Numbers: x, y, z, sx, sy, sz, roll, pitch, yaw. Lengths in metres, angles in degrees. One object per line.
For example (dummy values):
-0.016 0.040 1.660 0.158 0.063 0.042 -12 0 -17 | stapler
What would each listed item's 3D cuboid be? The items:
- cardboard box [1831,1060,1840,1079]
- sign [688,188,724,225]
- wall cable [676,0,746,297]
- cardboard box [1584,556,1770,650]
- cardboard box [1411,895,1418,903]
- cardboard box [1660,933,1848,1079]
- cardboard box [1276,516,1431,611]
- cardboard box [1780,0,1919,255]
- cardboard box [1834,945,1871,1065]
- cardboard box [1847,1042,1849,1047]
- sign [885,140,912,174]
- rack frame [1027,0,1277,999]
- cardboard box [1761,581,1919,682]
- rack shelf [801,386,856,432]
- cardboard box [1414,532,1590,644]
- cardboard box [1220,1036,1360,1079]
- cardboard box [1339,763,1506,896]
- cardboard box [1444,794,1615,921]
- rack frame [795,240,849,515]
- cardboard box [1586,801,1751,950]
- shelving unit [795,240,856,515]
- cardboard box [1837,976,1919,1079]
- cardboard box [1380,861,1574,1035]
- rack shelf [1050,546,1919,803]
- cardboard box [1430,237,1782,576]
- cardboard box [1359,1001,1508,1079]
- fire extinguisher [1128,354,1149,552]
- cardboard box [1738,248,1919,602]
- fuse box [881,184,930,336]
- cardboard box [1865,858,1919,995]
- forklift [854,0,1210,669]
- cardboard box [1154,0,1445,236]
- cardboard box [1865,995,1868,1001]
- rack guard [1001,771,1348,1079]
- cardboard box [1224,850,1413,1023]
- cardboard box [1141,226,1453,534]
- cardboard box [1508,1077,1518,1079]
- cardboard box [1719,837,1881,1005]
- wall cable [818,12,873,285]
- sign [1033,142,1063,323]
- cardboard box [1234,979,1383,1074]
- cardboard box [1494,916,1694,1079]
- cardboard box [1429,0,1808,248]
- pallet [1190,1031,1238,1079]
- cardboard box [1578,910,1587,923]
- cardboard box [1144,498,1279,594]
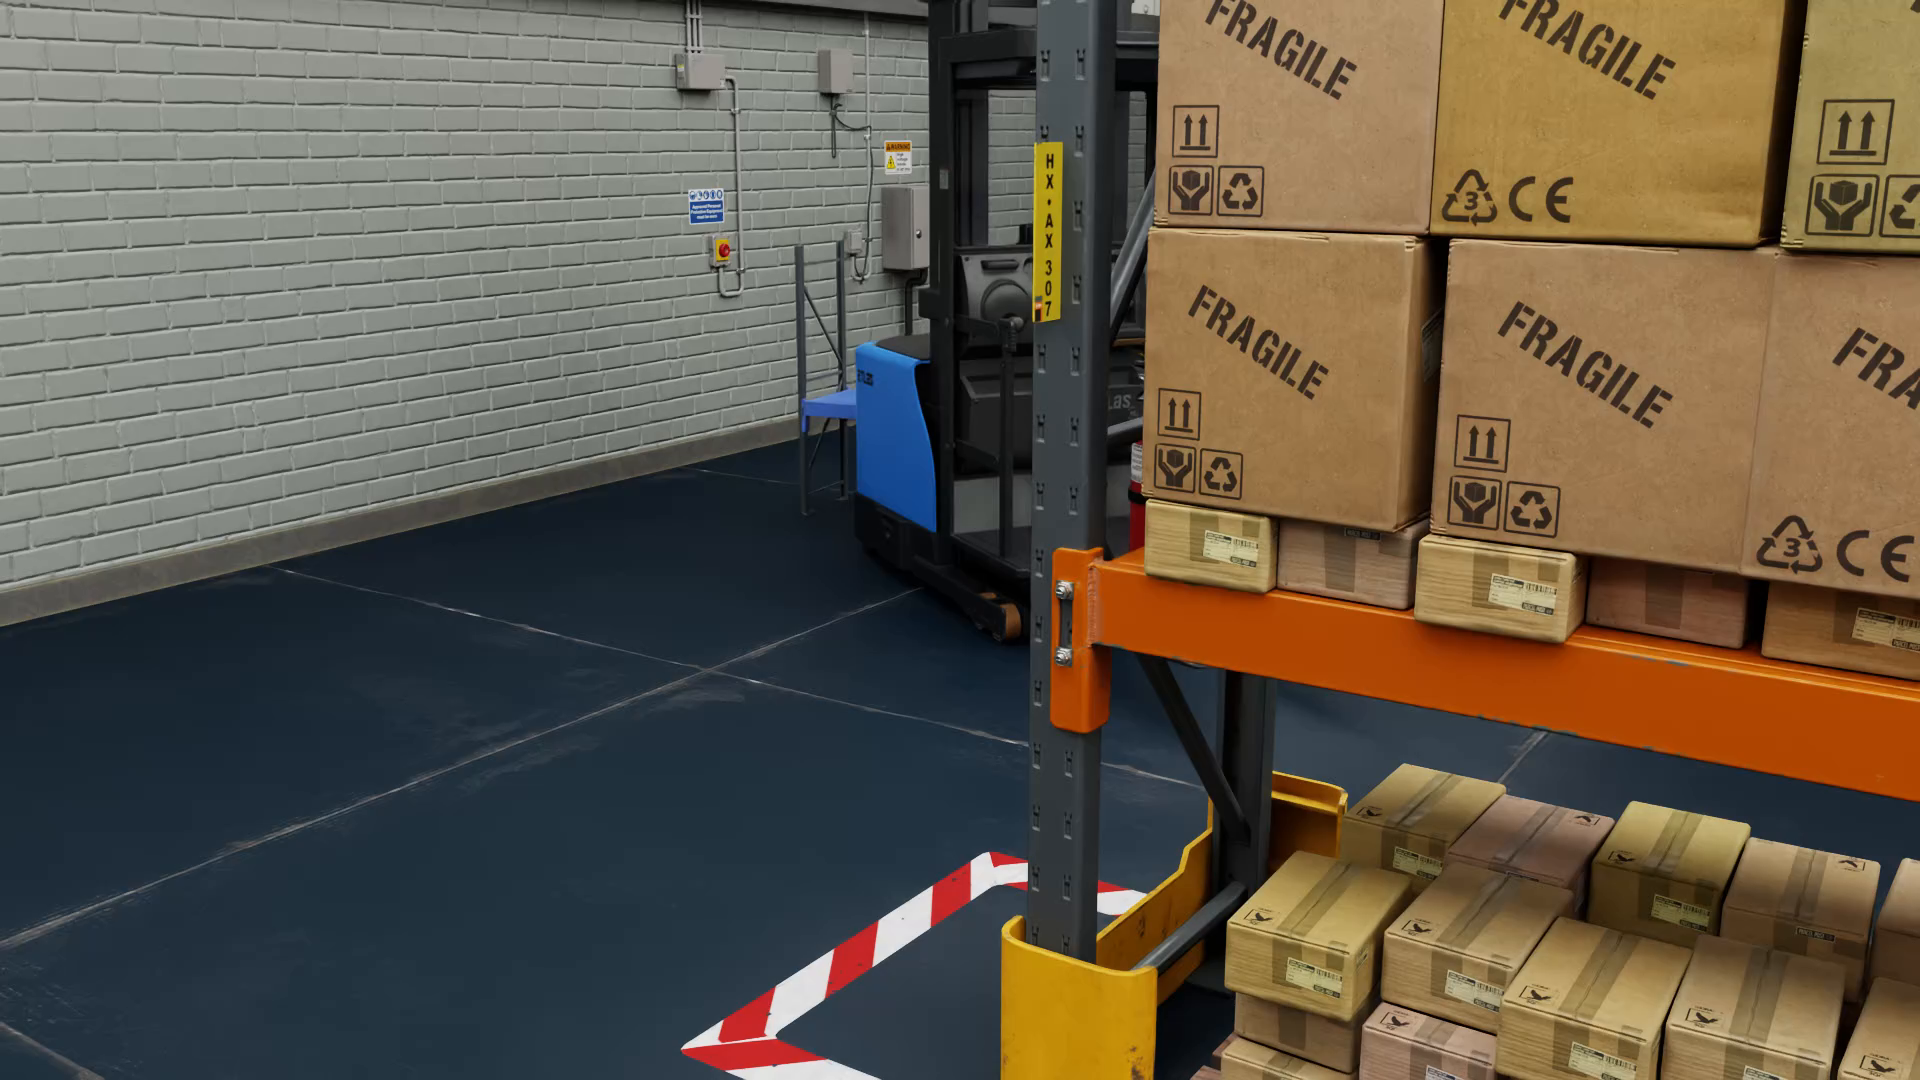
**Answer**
1.359 1.019 2.903 0.250 0.149 0.380 10 17 35 | cardboard box
-1.624 -2.139 10.658 0.001 0.218 0.327 9 17 33 | sign
-1.546 -2.517 10.570 0.123 1.953 0.585 9 17 33 | wall cable
1.272 0.054 2.886 0.250 0.149 0.380 10 17 35 | cardboard box
1.064 0.793 3.819 0.250 0.149 0.380 9 16 31 | cardboard box
1.397 0.861 2.922 0.250 0.149 0.380 8 16 30 | cardboard box
0.787 0.000 3.104 0.250 0.149 0.380 10 17 35 | cardboard box
1.533 -0.681 2.425 0.500 0.500 0.500 9 16 32 | cardboard box
1.662 0.919 3.310 0.250 0.149 0.380 9 16 32 | cardboard box
1.632 1.036 2.835 0.250 0.149 0.380 8 16 30 | cardboard box
-0.456 -2.826 12.277 0.001 0.242 0.339 9 17 33 | sign
0.467 -0.257 3.618 0.127 3.000 1.000 9 17 33 | rack frame
1.483 0.095 2.719 0.250 0.149 0.380 9 17 32 | cardboard box
-0.320 -0.697 9.265 1.000 0.185 0.538 7 15 25 | rack shelf
0.980 0.047 2.916 0.250 0.149 0.380 9 16 31 | cardboard box
0.723 1.057 3.369 0.250 0.149 0.380 10 17 34 | cardboard box
1.047 0.655 3.756 0.250 0.149 0.380 9 17 33 | cardboard box
1.224 0.700 3.574 0.250 0.149 0.380 10 17 34 | cardboard box
-0.779 -0.924 9.434 0.032 1.500 0.500 7 15 25 | rack frame
1.510 0.709 3.536 0.250 0.149 0.380 9 16 32 | cardboard box
-0.320 -0.871 9.222 1.048 1.500 0.538 7 15 25 | shelving unit
1.622 0.901 2.764 0.250 0.149 0.380 10 17 35 | cardboard box
1.008 0.785 3.229 0.250 0.149 0.380 10 17 34 | cardboard box
2.126 0.361 2.621 4.000 0.370 1.077 9 17 33 | rack shelf
1.143 -0.268 2.835 0.500 0.500 0.500 9 17 33 | cardboard box
0.954 0.948 3.190 0.250 0.149 0.380 9 17 33 | cardboard box
0.515 -0.164 4.181 0.183 0.674 0.296 9 17 33 | fire extinguisher
1.543 -0.200 2.560 0.500 0.500 0.500 9 17 34 | cardboard box
-0.253 -1.783 12.464 0.414 1.711 0.539 9 17 33 | fuse box
1.943 0.782 3.244 0.250 0.149 0.380 10 17 35 | cardboard box
0.531 -1.108 7.198 1.130 2.935 3.031 -6 15 -24 | forklift
0.691 -0.822 2.993 0.500 0.500 0.500 9 17 32 | cardboard box
1.933 0.929 3.268 0.250 0.149 0.380 9 17 34 | cardboard box
0.530 0.967 3.878 0.348 0.500 1.175 9 17 33 | rack guard
0.712 0.772 3.281 0.250 0.149 0.380 8 16 30 | cardboard box
0.685 -0.334 3.105 0.500 0.500 0.500 10 17 35 | cardboard box
1.206 0.963 3.129 0.250 0.149 0.380 9 17 34 | cardboard box
1.689 0.757 3.345 0.250 0.149 0.380 8 16 31 | cardboard box
-0.764 -2.786 11.723 0.122 1.984 0.588 9 17 33 | wall cable
0.164 -0.569 3.077 0.005 0.325 0.100 9 17 33 | sign
0.758 0.900 3.384 0.250 0.149 0.380 10 17 35 | cardboard box
1.145 0.845 2.989 0.250 0.149 0.380 9 17 33 | cardboard box
1.113 -0.756 2.725 0.500 0.500 0.500 10 17 34 | cardboard box
1.184 1.223 3.444 1.213 0.211 1.003 9 17 33 | pallet
1.251 0.838 3.634 0.250 0.149 0.380 9 16 32 | cardboard box
0.553 -0.026 3.209 0.250 0.149 0.380 9 17 32 | cardboard box
